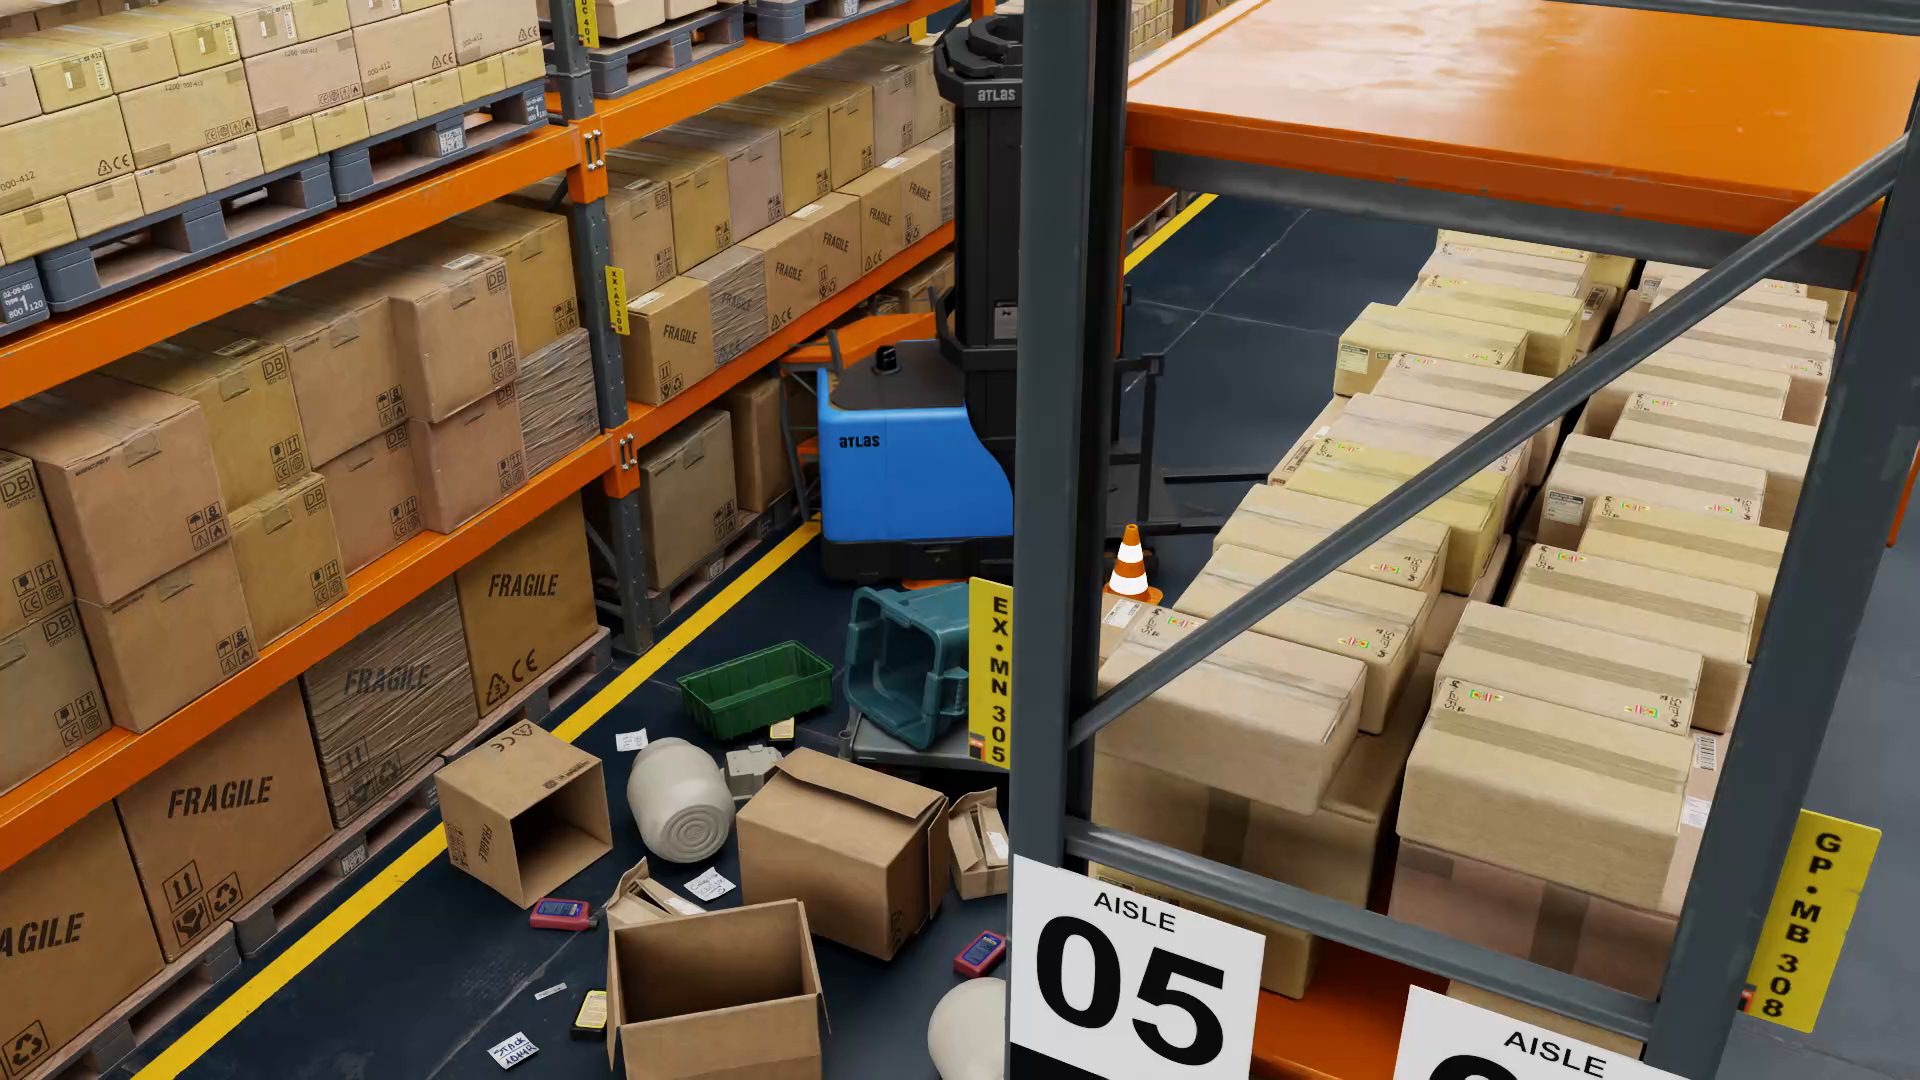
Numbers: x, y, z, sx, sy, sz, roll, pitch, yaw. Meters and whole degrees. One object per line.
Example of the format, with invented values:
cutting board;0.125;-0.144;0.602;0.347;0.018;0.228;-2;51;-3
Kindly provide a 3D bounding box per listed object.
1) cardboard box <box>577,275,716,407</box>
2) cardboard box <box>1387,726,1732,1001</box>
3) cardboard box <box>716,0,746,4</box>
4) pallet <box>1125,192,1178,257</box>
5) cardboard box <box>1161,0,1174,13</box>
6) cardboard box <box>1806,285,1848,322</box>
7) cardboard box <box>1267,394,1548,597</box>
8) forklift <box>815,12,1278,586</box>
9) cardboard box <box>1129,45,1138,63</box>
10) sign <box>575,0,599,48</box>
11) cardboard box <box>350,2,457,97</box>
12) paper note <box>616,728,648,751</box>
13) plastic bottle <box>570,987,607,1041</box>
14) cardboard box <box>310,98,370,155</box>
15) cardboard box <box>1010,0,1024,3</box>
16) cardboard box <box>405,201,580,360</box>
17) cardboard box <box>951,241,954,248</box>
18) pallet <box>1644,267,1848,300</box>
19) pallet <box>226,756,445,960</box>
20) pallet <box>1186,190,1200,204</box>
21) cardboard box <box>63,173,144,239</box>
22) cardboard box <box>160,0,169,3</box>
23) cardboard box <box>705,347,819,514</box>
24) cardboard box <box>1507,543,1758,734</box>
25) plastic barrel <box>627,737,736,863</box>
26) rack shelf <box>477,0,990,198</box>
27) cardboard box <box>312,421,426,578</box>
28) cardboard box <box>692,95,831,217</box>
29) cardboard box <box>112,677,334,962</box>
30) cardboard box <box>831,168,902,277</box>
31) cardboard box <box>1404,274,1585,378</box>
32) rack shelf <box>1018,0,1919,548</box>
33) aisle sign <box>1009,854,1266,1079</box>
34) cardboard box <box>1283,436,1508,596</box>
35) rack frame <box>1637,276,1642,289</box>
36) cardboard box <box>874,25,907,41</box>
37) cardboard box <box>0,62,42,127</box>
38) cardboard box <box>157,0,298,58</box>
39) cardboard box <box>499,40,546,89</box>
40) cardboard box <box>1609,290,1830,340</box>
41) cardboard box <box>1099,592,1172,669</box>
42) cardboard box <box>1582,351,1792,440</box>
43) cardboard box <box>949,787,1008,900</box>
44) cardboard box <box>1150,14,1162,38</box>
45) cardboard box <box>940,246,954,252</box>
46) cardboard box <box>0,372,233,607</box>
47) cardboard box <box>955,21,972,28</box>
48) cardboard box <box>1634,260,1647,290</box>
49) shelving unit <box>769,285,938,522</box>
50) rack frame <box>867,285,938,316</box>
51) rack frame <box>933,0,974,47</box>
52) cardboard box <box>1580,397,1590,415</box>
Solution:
cardboard box;-1.607;-1.042;8.451;0.500;0.500;0.500;15;33;24
cardboard box;1.010;0.498;2.710;0.500;0.250;0.500;14;33;22
cardboard box;-1.216;-2.806;8.342;0.380;0.149;0.250;14;33;23
pallet;1.205;-2.818;14.445;1.003;0.211;1.213;14;33;23
cardboard box;1.549;-4.482;13.775;0.380;0.149;0.250;16;33;26
cardboard box;2.166;-0.723;4.437;0.380;0.149;0.250;15;33;25
cardboard box;1.000;-0.081;3.719;0.500;0.250;0.500;15;33;25
forklift;0.706;-1.301;9.072;3.031;2.935;1.130;-2;30;-4
cardboard box;1.206;-3.889;13.340;0.380;0.149;0.250;13;32;21
sign;-1.592;-2.260;7.063;0.100;0.325;0.005;14;33;23
cardboard box;-2.313;-1.916;6.392;0.500;0.250;0.500;14;33;23
paper note;-1.587;0.965;8.039;0.147;0.020;0.142;-7;31;-11
plastic bottle;-1.416;1.830;6.501;0.133;0.061;0.283;4;30;6
cardboard box;-2.430;-1.559;6.171;0.380;0.149;0.250;15;33;24
cardboard box;0.613;-4.285;13.434;0.380;0.149;0.250;14;33;23
cardboard box;-2.285;-1.204;7.599;0.875;0.550;0.550;14;33;23
cardboard box;0.265;-2.274;12.032;0.500;0.250;0.500;13;32;21
pallet;2.742;-1.217;6.033;1.213;0.211;1.003;14;33;23
pallet;-3.057;1.245;7.370;1.003;0.211;1.213;14;33;23
pallet;1.832;-3.469;15.579;1.003;0.211;1.213;14;33;23
cardboard box;-2.892;-1.109;5.387;0.380;0.149;0.250;14;33;23
cardboard box;-3.017;-2.053;6.230;0.380;0.149;0.250;15;33;24
cardboard box;-1.441;-0.755;9.890;1.050;0.750;0.750;14;33;23
cardboard box;1.157;0.164;2.892;0.380;0.149;0.250;14;33;23
plastic barrel;-1.238;1.142;7.336;0.421;0.421;0.512;-12;32;-20
rack shelf;-1.175;-2.702;9.153;1.077;0.370;4.000;14;33;23
cardboard box;-2.825;-0.263;7.046;0.875;0.550;0.550;14;33;23
cardboard box;-1.171;-2.201;9.466;0.700;0.500;0.500;14;33;23
cardboard box;-3.259;0.980;6.743;0.875;0.875;0.875;14;33;23
cardboard box;-0.687;-1.940;10.015;0.500;0.500;0.500;14;33;22
cardboard box;1.298;-0.512;4.069;0.380;0.149;0.250;15;33;24
rack shelf;1.455;-1.150;3.441;1.077;0.370;4.000;14;33;23
aisle sign;0.258;0.859;2.631;0.394;0.787;0.004;14;33;23
cardboard box;0.848;-0.053;3.270;0.380;0.149;0.250;15;33;24
rack frame;2.366;0.252;6.299;1.000;3.000;0.127;14;33;23
cardboard box;-1.210;-6.275;19.377;0.875;0.875;0.875;14;33;23
cardboard box;-3.009;-1.342;4.993;0.380;0.149;0.250;14;33;22
cardboard box;-2.545;-1.796;5.782;0.380;0.149;0.250;14;33;23
cardboard box;-1.968;-2.009;6.955;0.380;0.149;0.250;14;33;23
cardboard box;1.930;-0.409;4.290;0.500;0.250;0.500;14;33;22
cardboard box;0.768;0.617;7.413;0.500;0.500;0.500;14;33;23
cardboard box;1.609;-0.291;3.684;0.380;0.149;0.250;15;33;24
cardboard box;0.084;1.312;7.199;0.258;0.266;0.396;-7;31;-11
cardboard box;1.434;-4.237;13.647;0.380;0.149;0.250;15;33;24
cardboard box;-0.197;-2.049;12.394;0.500;0.500;0.500;14;33;23
cardboard box;-3.161;-0.224;5.893;0.875;0.550;0.550;14;33;23
cardboard box;0.142;-3.825;12.631;0.380;0.149;0.250;16;34;26
cardboard box;1.922;-0.980;5.284;0.500;0.250;0.500;14;33;22
shelving unit;-0.530;-0.810;9.788;0.538;1.125;1.048;2;22;34
rack frame;-0.262;-0.989;10.182;0.500;1.125;0.032;2;22;34
rack frame;-0.264;-2.599;11.265;1.000;3.000;0.127;14;33;23
cardboard box;1.673;-0.517;4.878;0.380;0.149;0.250;15;33;25
